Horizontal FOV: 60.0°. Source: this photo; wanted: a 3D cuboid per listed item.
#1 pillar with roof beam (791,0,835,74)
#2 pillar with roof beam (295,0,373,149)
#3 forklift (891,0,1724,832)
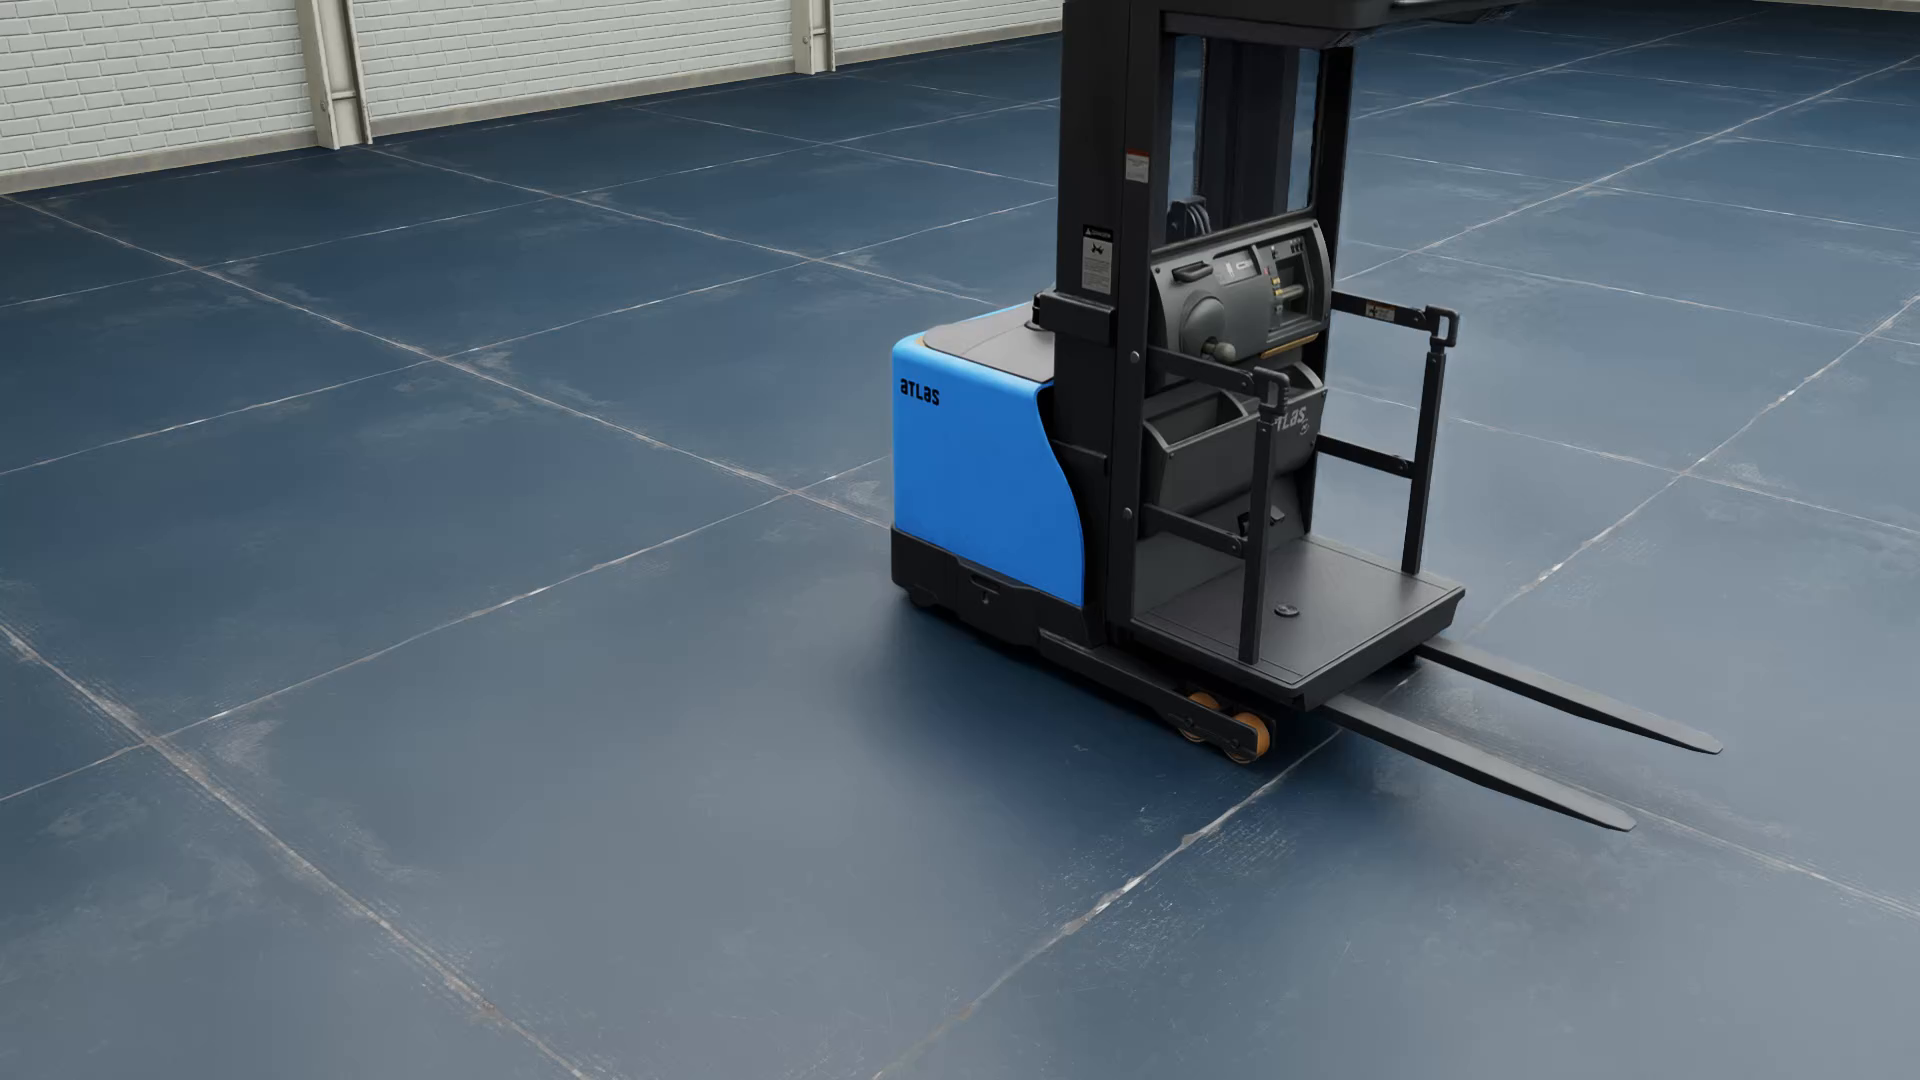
[{"bbox_3d":[1.497,-8.437,15.068,9.100,9.000,0.400,20,31,38],"label":"pillar with roof beam"},{"bbox_3d":[-2.507,-6.609,10.991,9.100,9.000,0.400,20,31,38],"label":"pillar with roof beam"},{"bbox_3d":[1.115,-0.827,5.512,1.130,2.935,3.031,-22,32,-40],"label":"forklift"}]
